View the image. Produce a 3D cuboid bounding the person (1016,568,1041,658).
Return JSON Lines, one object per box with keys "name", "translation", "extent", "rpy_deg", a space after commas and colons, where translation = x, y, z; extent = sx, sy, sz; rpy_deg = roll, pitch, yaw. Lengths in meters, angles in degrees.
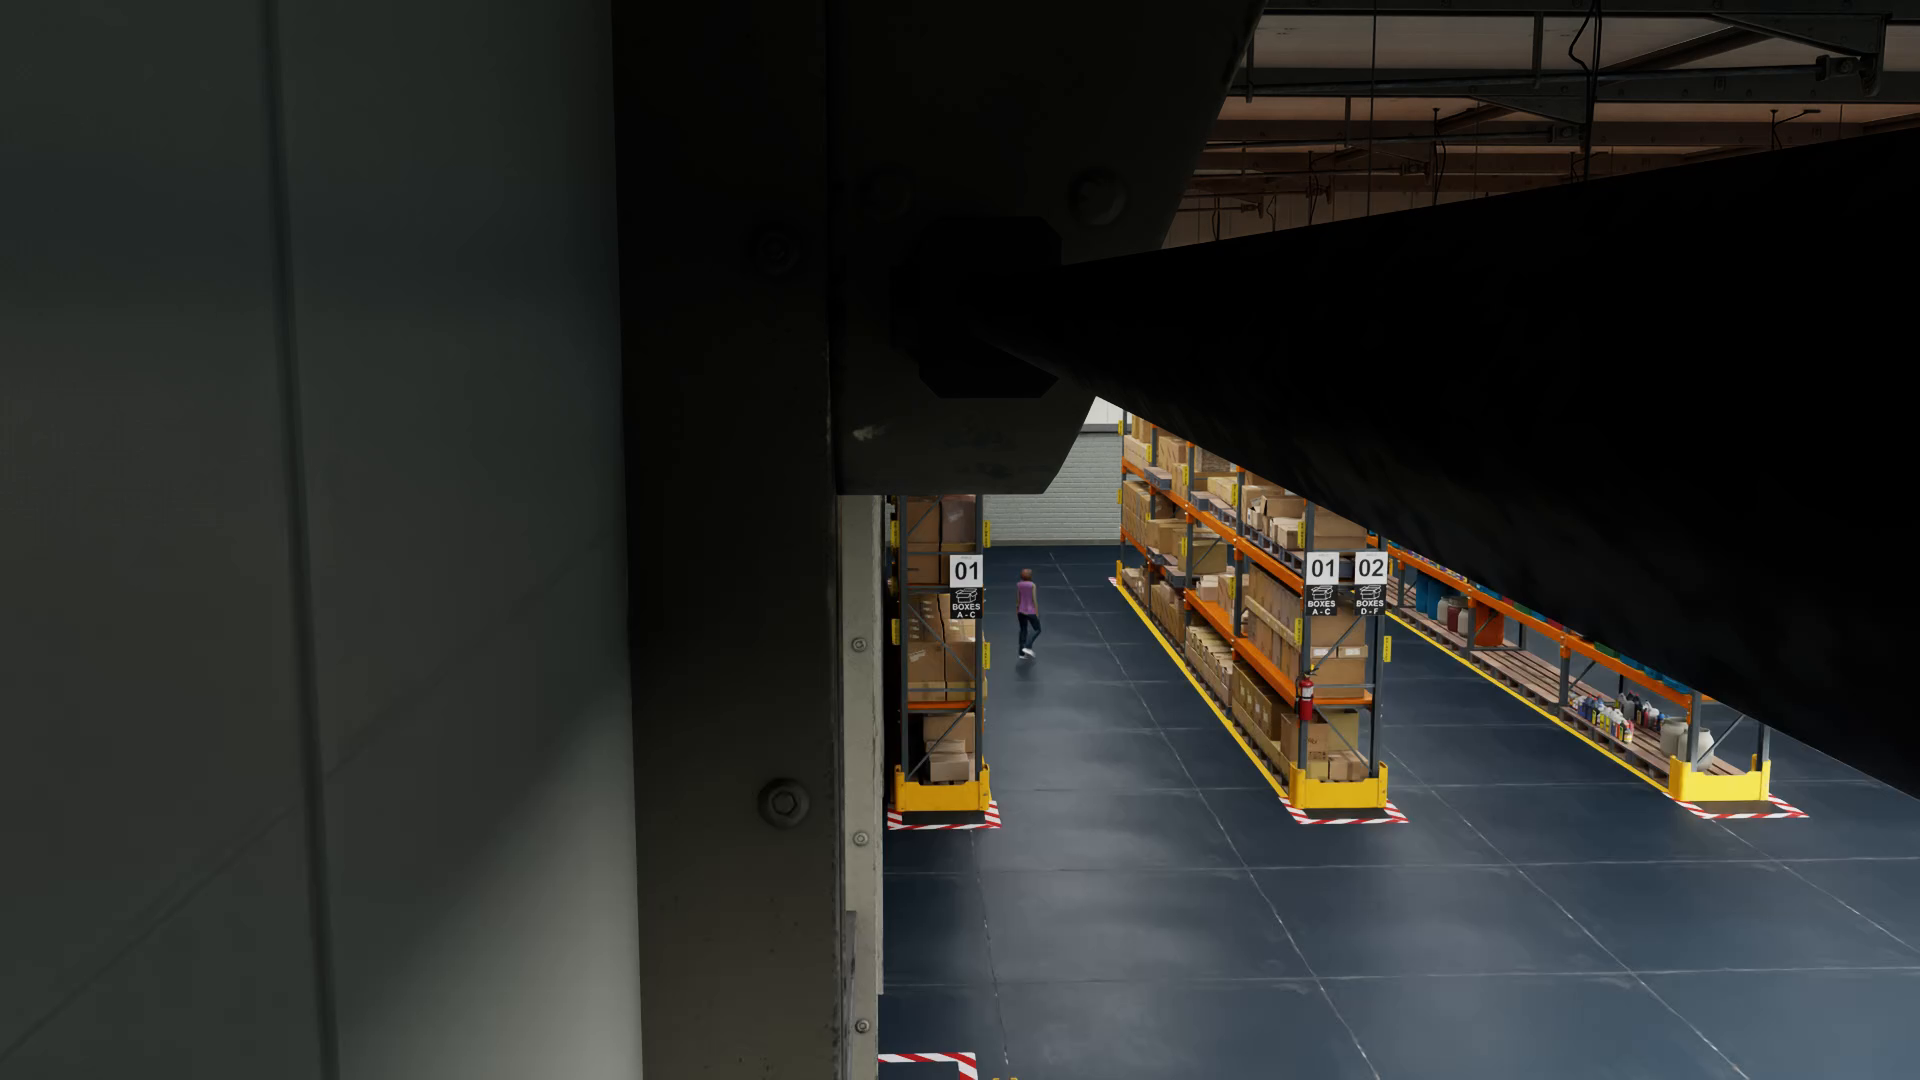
{"name": "person", "translation": [1.150, 1.281, 28.906], "extent": [0.437, 1.599, 0.425], "rpy_deg": [6, 10, 36]}
